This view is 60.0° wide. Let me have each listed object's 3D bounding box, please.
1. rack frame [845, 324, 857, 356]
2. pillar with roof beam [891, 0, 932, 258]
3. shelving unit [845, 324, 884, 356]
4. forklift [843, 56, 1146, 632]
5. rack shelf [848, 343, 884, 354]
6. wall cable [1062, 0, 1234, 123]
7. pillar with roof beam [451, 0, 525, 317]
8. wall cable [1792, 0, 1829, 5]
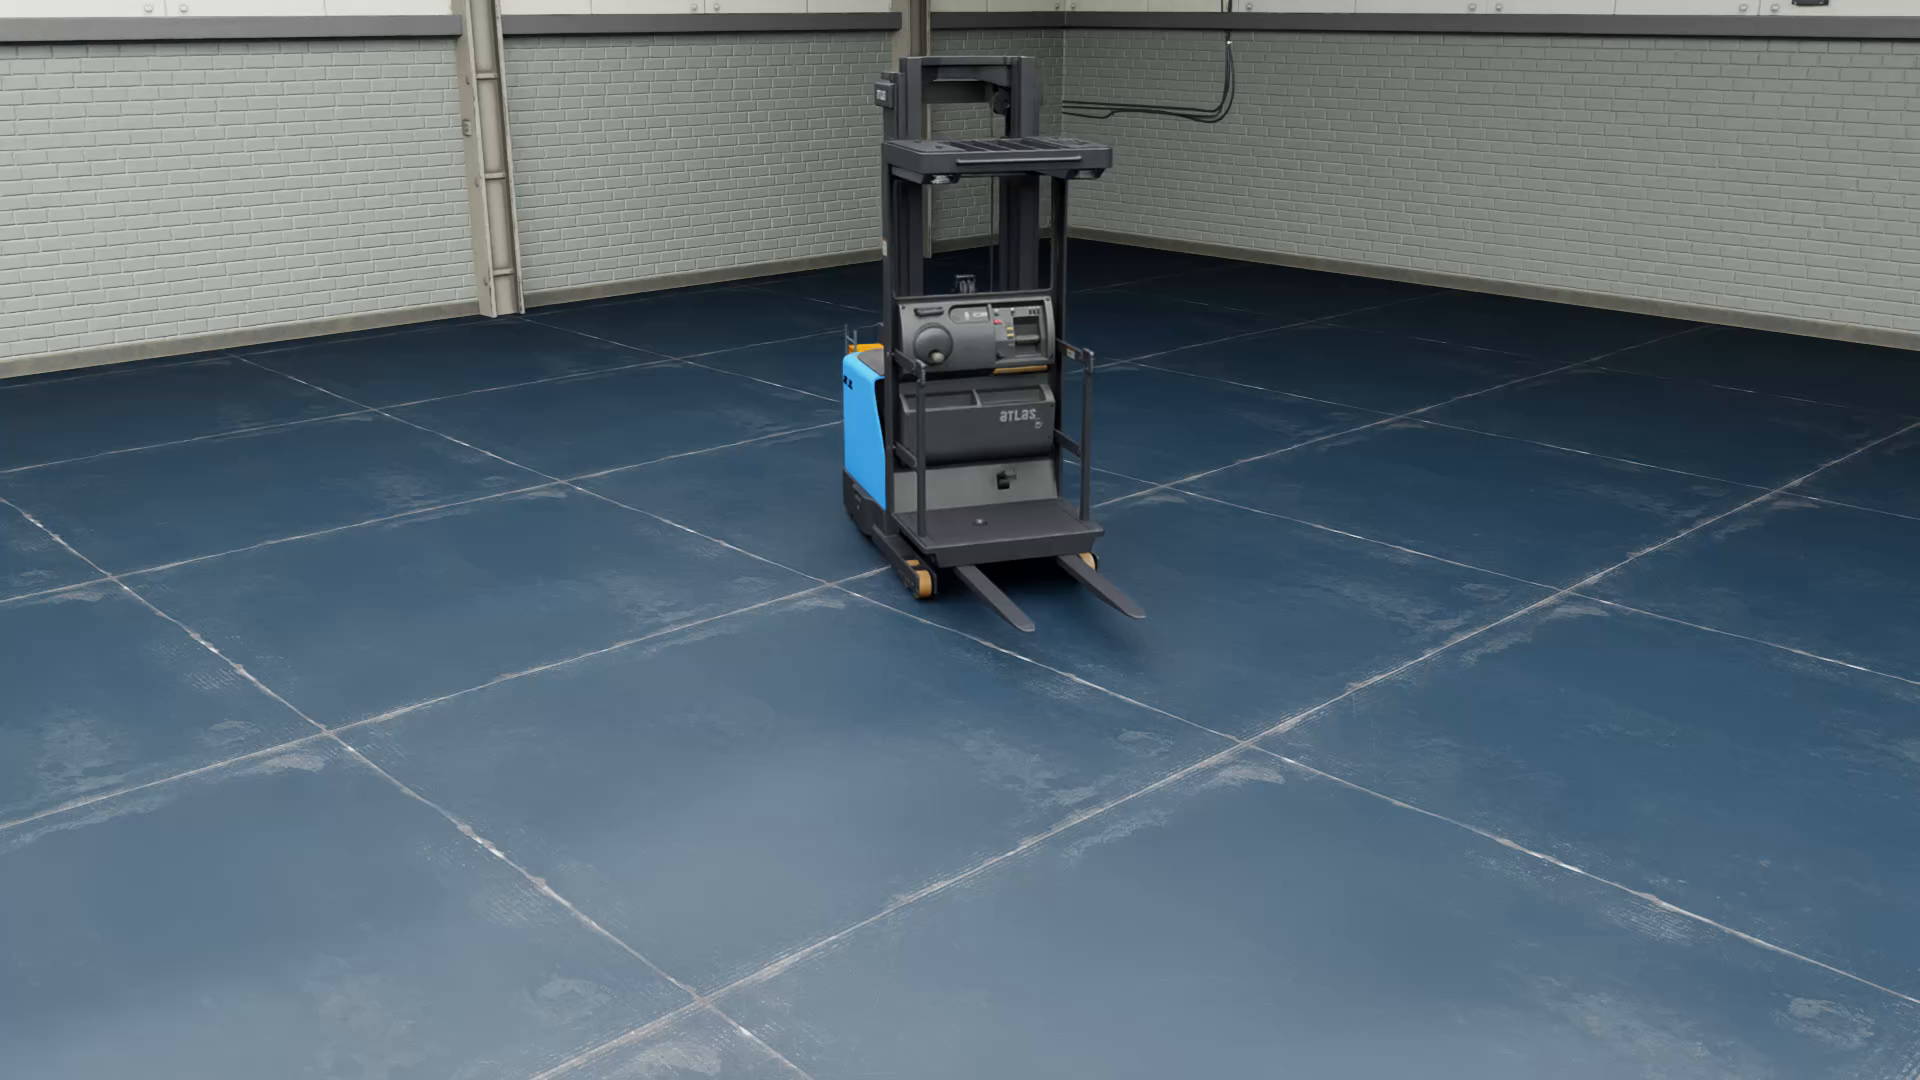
[{"bbox_3d":[-0.716,-0.823,11.079,0.015,1.200,0.240,-6,19,-18],"label":"rack frame"},{"bbox_3d":[2.336,-7.053,17.648,0.400,9.000,9.100,-16,24,-41],"label":"pillar with roof beam"},{"bbox_3d":[-0.485,-0.848,11.153,0.503,1.200,0.258,-6,19,-18],"label":"shelving unit"},{"bbox_3d":[0.170,-1.199,9.430,1.130,2.935,3.031,-6,19,-17],"label":"forklift"},{"bbox_3d":[-0.485,-1.221,11.032,0.480,0.148,0.258,-6,19,-18],"label":"rack shelf"},{"bbox_3d":[2.427,-6.869,22.114,0.112,2.526,3.097,-16,24,-41],"label":"wall cable"},{"bbox_3d":[-2.024,-5.782,13.727,0.400,9.000,9.100,-16,24,-41],"label":"pillar with roof beam"},{"bbox_3d":[8.938,-7.833,14.539,0.169,6.003,2.305,-16,24,-41],"label":"wall cable"}]
